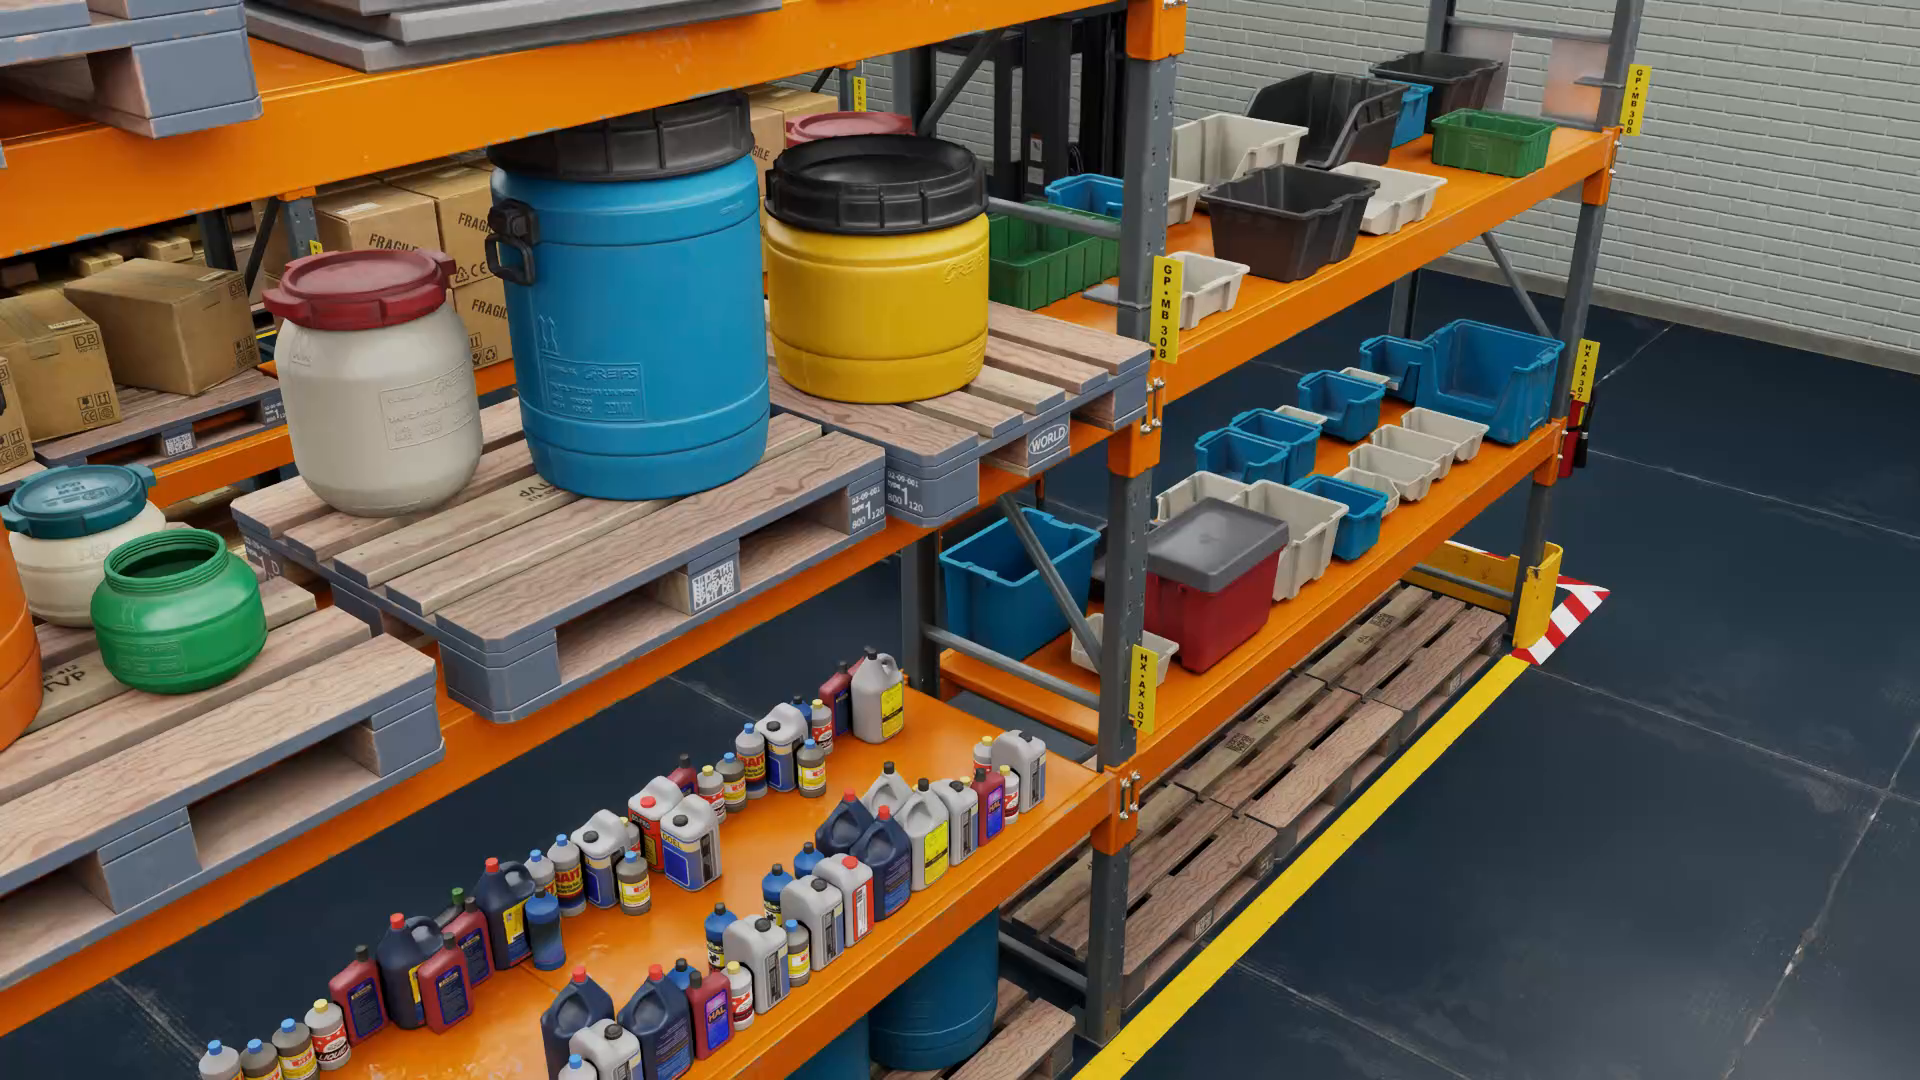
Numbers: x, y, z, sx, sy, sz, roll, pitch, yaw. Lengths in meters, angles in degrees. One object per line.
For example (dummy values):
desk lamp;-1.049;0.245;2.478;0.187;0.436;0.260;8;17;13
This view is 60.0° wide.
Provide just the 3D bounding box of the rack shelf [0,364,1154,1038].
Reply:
rack shelf;-1.069;0.171;4.173;1.077;0.370;4.000;21;34;34

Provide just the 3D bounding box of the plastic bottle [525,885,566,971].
plastic bottle;-1.229;1.139;4.923;0.097;0.271;0.097;0;27;0

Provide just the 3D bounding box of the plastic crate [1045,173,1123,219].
plastic crate;0.536;-1.199;6.221;0.416;0.233;0.300;21;34;34

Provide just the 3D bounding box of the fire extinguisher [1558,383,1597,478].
fire extinguisher;3.194;-0.664;8.759;0.296;0.674;0.183;21;34;34

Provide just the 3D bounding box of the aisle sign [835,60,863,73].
aisle sign;-0.793;-3.482;10.887;0.394;0.787;0.004;21;34;34

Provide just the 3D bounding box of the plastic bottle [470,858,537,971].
plastic bottle;-1.350;1.084;4.943;0.144;0.351;0.185;21;34;34

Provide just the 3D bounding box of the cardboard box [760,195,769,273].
cardboard box;-1.475;-2.014;10.769;0.500;0.500;0.500;21;34;35

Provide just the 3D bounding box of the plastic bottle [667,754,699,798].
plastic bottle;-0.924;0.847;5.476;0.061;0.283;0.133;21;34;34

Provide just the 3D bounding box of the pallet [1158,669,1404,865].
pallet;1.416;1.007;8.074;1.003;0.211;1.213;21;34;34

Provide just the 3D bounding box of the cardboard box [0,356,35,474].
cardboard box;-4.693;-0.561;7.504;0.700;0.500;0.500;12;30;22

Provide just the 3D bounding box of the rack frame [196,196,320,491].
rack frame;-3.617;-0.974;8.869;1.000;3.000;0.127;21;34;34

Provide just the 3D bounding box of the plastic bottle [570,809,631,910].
plastic bottle;-1.122;0.993;5.201;0.152;0.276;0.135;21;34;34

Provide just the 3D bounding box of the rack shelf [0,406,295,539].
rack shelf;-4.889;0.054;7.663;1.077;0.370;4.000;21;34;34

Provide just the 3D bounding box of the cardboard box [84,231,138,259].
cardboard box;-6.632;-2.308;13.004;0.380;0.149;0.250;20;33;33

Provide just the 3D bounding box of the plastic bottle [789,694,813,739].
plastic bottle;-0.566;0.665;5.840;0.097;0.271;0.097;0;27;0

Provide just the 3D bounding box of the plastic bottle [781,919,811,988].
plastic bottle;-0.490;1.202;4.878;0.097;0.201;0.097;0;27;0

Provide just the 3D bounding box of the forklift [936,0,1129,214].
forklift;0.448;-2.837;12.543;3.031;2.935;1.130;22;35;36

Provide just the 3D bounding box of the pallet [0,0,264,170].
pallet;-1.859;-0.757;2.560;1.213;0.211;1.003;21;34;34

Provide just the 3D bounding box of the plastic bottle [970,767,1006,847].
plastic bottle;0.090;0.856;5.458;0.061;0.283;0.133;21;34;34

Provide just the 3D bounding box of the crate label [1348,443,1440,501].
crate label;2.014;-0.307;7.800;0.396;0.136;0.243;21;34;34

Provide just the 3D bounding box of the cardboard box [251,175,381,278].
cardboard box;-3.495;-1.718;9.109;0.500;0.500;0.500;21;34;35

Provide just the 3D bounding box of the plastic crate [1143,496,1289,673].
plastic crate;0.964;0.176;6.510;0.402;0.464;0.583;21;34;34

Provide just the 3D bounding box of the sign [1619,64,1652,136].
sign;3.182;-2.074;7.844;0.100;0.325;0.005;21;34;34

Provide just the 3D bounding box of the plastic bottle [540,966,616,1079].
plastic bottle;-1.033;1.312;4.503;0.144;0.351;0.185;21;34;34

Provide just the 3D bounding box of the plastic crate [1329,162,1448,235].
plastic crate;1.624;-1.354;6.624;0.437;0.136;0.530;21;34;34

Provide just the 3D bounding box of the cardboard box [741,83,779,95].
cardboard box;-1.558;-2.801;11.202;0.500;0.500;0.500;22;35;36

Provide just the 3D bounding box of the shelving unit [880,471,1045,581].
shelving unit;0.004;-0.502;9.996;0.538;1.125;1.048;21;34;34

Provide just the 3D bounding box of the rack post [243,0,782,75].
rack post;-0.986;-1.213;3.345;0.954;0.300;0.937;-24;36;-38

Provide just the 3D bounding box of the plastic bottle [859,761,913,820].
plastic bottle;-0.241;0.876;5.346;0.144;0.351;0.185;21;34;34

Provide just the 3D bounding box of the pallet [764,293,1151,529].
pallet;-0.220;-0.467;4.830;1.213;0.211;1.003;21;34;34

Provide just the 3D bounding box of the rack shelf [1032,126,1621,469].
rack shelf;1.475;-1.247;6.915;1.077;0.370;4.000;21;34;34

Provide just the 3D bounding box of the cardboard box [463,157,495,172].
cardboard box;-2.445;-1.913;9.486;0.500;0.500;0.500;20;33;33

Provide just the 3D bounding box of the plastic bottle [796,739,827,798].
plastic bottle;-0.510;0.775;5.703;0.097;0.201;0.097;0;27;0

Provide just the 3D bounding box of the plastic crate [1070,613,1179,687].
plastic crate;0.609;0.442;6.353;0.396;0.136;0.243;21;34;34

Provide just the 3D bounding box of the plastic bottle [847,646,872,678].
plastic bottle;-0.360;0.532;6.084;0.061;0.283;0.133;21;34;34

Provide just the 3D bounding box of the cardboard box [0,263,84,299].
cardboard box;-6.887;-1.732;12.597;0.700;0.500;0.500;21;34;35

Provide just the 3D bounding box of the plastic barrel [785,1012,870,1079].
plastic barrel;-0.607;1.659;5.605;0.600;0.901;0.708;21;34;34

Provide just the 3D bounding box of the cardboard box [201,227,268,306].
cardboard box;-5.903;-2.282;13.660;0.700;0.500;0.500;19;33;33

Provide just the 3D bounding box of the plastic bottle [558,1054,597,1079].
plastic bottle;-0.987;1.448;4.326;0.097;0.271;0.097;0;27;0

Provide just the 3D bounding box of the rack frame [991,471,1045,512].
rack frame;0.328;-0.682;10.345;0.500;1.125;0.032;21;34;34

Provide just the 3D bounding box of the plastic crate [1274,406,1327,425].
plastic crate;1.637;-0.532;8.235;0.250;0.136;0.298;21;34;34

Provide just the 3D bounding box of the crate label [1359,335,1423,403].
crate label;2.336;-0.905;8.851;0.416;0.233;0.303;21;34;34

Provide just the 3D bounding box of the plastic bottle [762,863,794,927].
plastic bottle;-0.545;1.092;5.014;0.097;0.271;0.097;0;27;0

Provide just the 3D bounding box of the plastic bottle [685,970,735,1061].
plastic bottle;-0.697;1.294;4.610;0.061;0.283;0.133;21;34;34

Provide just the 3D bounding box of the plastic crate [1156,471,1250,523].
plastic crate;1.079;-0.140;7.478;0.293;0.136;0.466;21;34;34

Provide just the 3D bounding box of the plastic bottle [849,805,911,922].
plastic bottle;-0.247;0.984;5.138;0.144;0.351;0.185;21;34;34

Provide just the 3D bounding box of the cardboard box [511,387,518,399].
cardboard box;-2.426;-0.729;10.632;0.797;0.503;0.637;21;34;34

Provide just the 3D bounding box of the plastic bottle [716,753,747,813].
plastic bottle;-0.775;0.813;5.630;0.097;0.201;0.097;0;27;0

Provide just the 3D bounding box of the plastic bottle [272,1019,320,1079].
plastic bottle;-1.808;1.389;4.518;0.097;0.201;0.097;0;27;0

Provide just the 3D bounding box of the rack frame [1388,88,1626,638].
rack frame;2.747;-0.944;8.809;1.000;3.000;0.127;21;34;34

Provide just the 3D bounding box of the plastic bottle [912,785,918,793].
plastic bottle;-0.139;0.897;5.468;0.097;0.201;0.097;0;27;0

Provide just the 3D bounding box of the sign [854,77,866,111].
sign;-0.657;-2.878;10.944;0.100;0.325;0.005;21;34;34

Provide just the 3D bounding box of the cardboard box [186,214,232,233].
cardboard box;-6.145;-2.579;13.528;0.380;0.149;0.250;21;34;35

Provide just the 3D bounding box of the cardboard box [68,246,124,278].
cardboard box;-6.528;-2.088;12.580;0.380;0.149;0.250;22;35;36

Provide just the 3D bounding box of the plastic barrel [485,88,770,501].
plastic barrel;-0.765;-0.617;3.911;0.600;0.901;0.708;21;34;34

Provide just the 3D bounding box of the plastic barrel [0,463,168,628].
plastic barrel;-1.773;0.013;3.390;0.301;0.262;0.301;0;27;0

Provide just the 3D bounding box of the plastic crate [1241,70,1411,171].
plastic crate;1.563;-1.787;7.243;0.504;0.338;0.767;21;34;34
